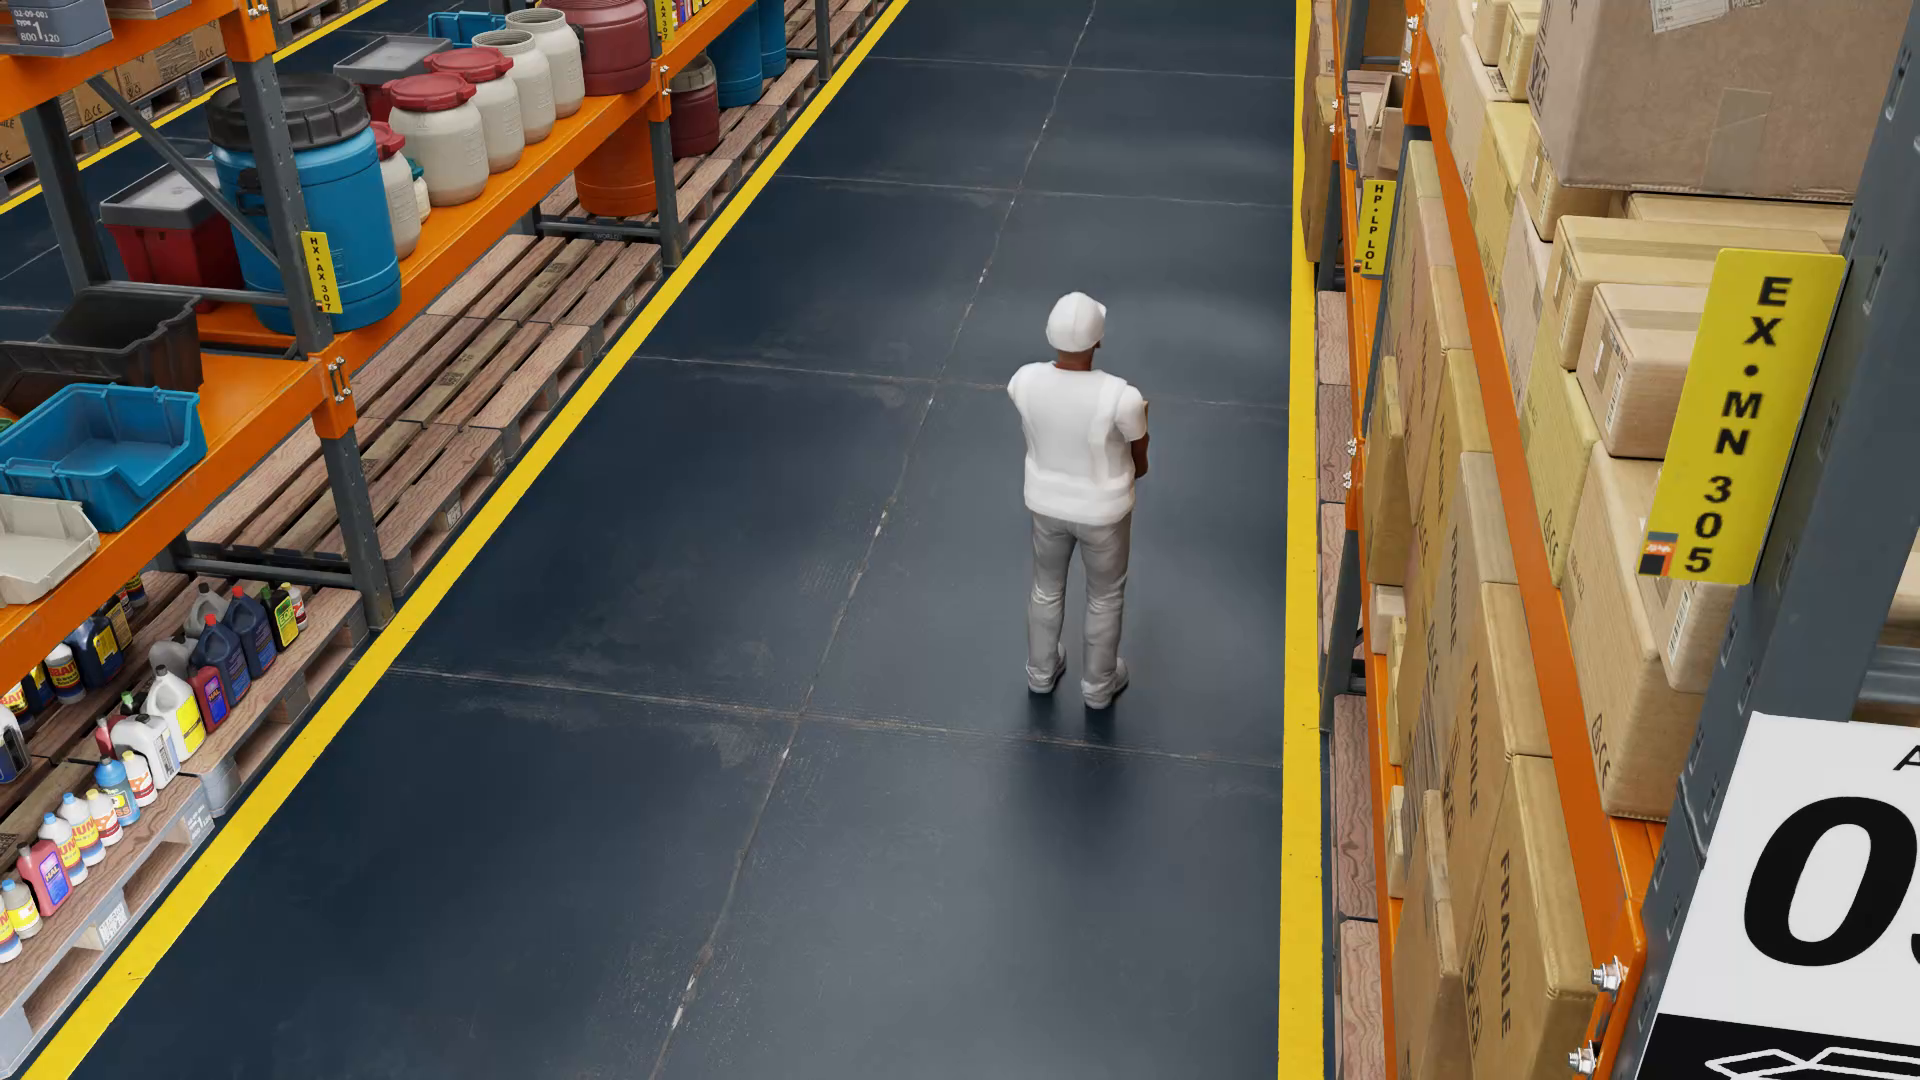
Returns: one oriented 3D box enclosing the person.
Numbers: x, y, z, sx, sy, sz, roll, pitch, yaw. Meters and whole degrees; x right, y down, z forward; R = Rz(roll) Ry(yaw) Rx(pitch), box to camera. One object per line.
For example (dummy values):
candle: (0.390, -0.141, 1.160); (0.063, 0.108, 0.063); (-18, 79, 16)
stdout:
person: (0.482, -0.191, 6.423); (0.502, 1.761, 0.587); (13, 34, 20)
